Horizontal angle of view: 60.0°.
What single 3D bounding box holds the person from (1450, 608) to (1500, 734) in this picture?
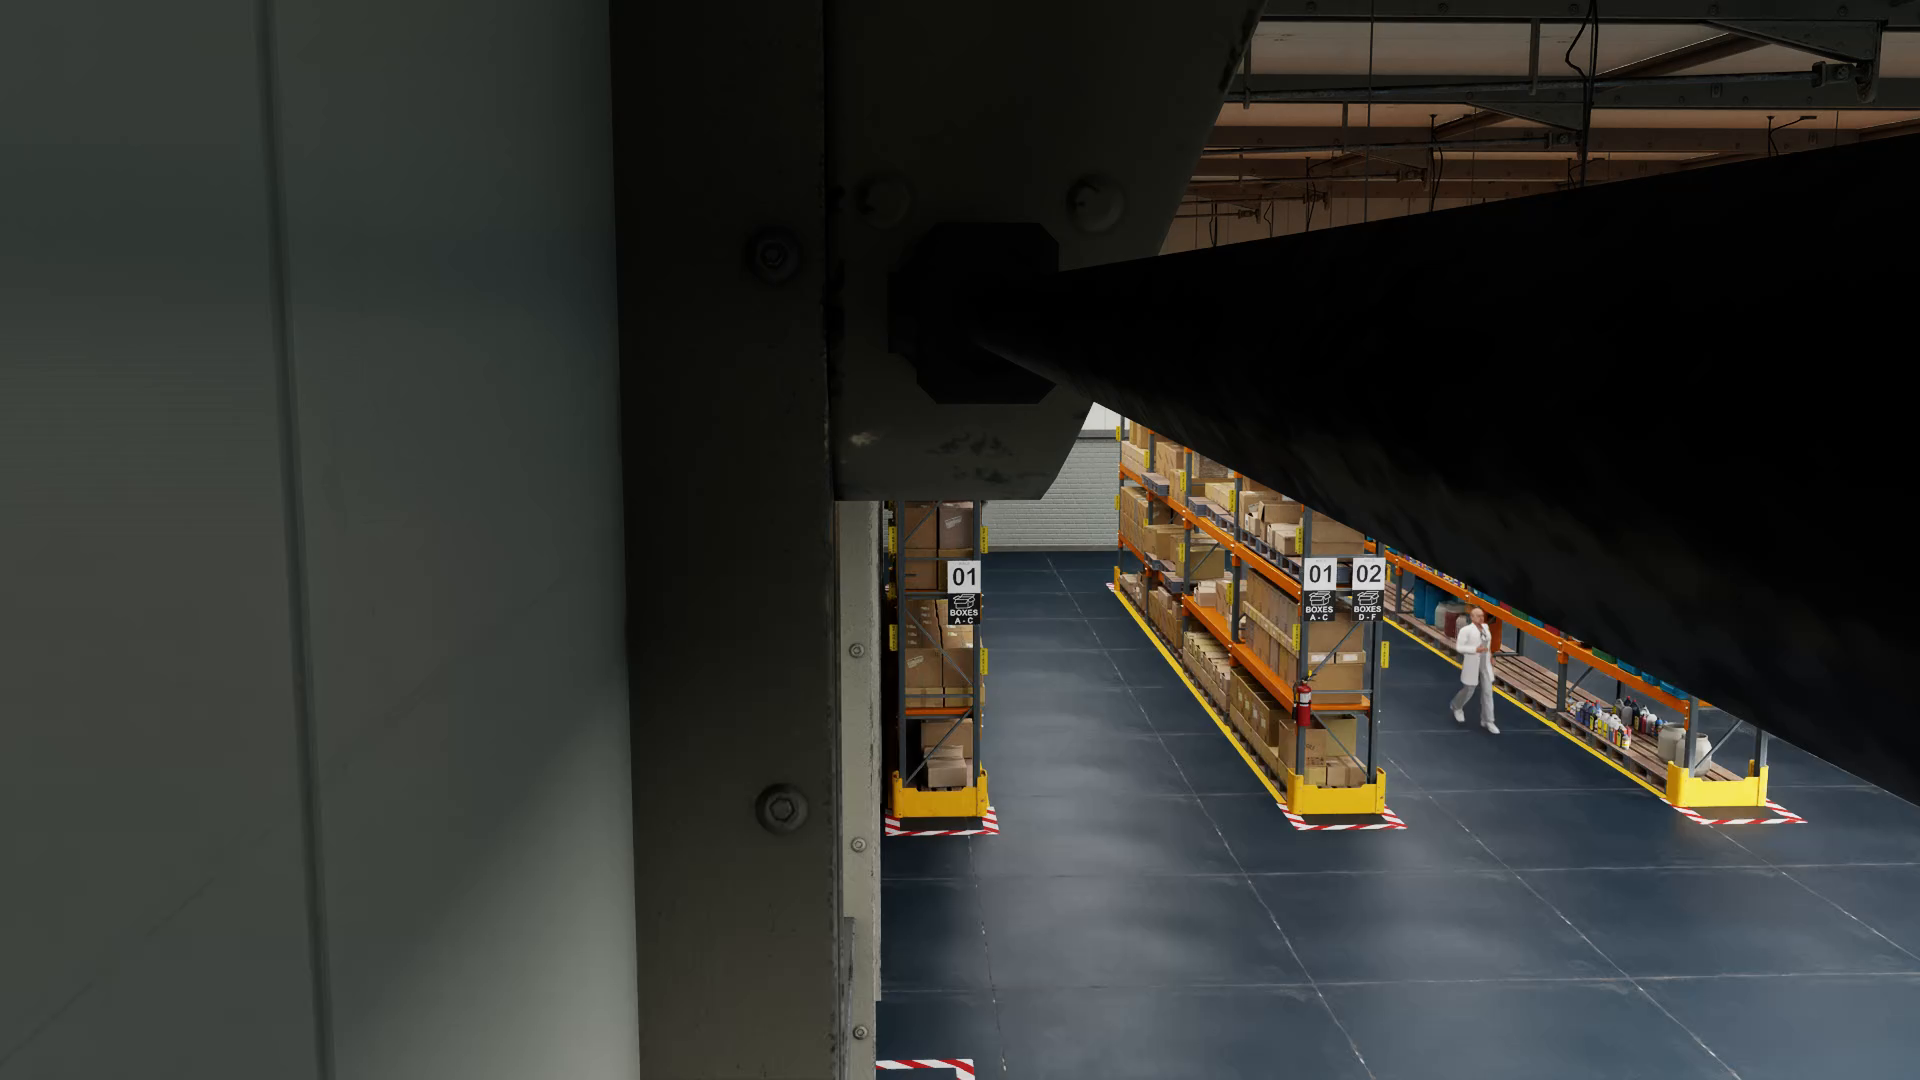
[{"bbox_3d":[7.629,1.890,24.585,0.701,1.784,1.034,-3,9,-17],"label":"person"}]
